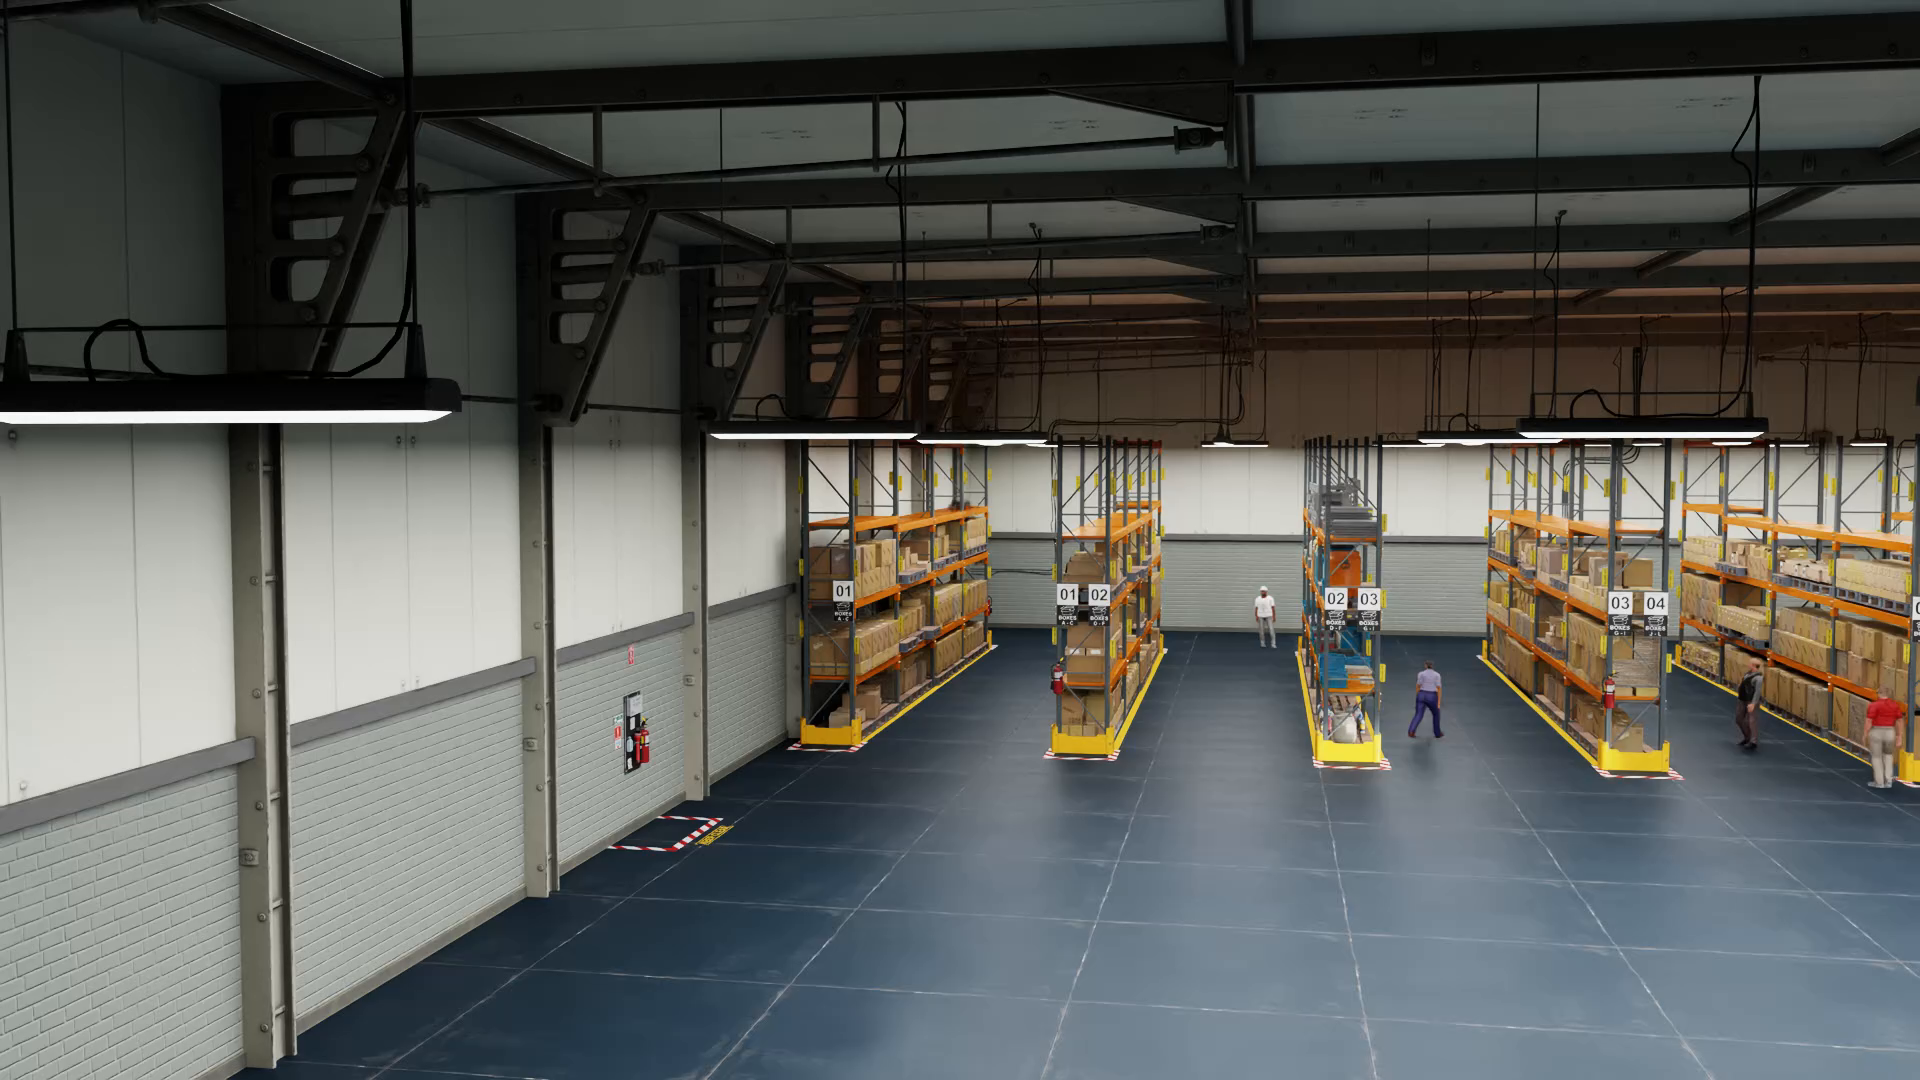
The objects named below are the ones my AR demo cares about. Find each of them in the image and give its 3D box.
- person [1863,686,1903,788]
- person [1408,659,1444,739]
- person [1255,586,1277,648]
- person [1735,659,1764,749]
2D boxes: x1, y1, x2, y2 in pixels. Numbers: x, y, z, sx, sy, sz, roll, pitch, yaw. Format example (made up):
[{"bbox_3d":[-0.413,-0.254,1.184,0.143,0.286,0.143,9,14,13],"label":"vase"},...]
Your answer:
[{"bbox_3d":[15.607,3.362,28.119,0.580,1.800,0.486,1,3,17],"label":"person"},{"bbox_3d":[9.258,3.147,32.830,0.517,1.593,1.013,3,4,43],"label":"person"},{"bbox_3d":[8.874,2.227,48.252,0.649,1.768,0.485,1,3,13],"label":"person"},{"bbox_3d":[15.182,3.141,31.980,0.417,1.746,0.626,-1,3,-10],"label":"person"}]
